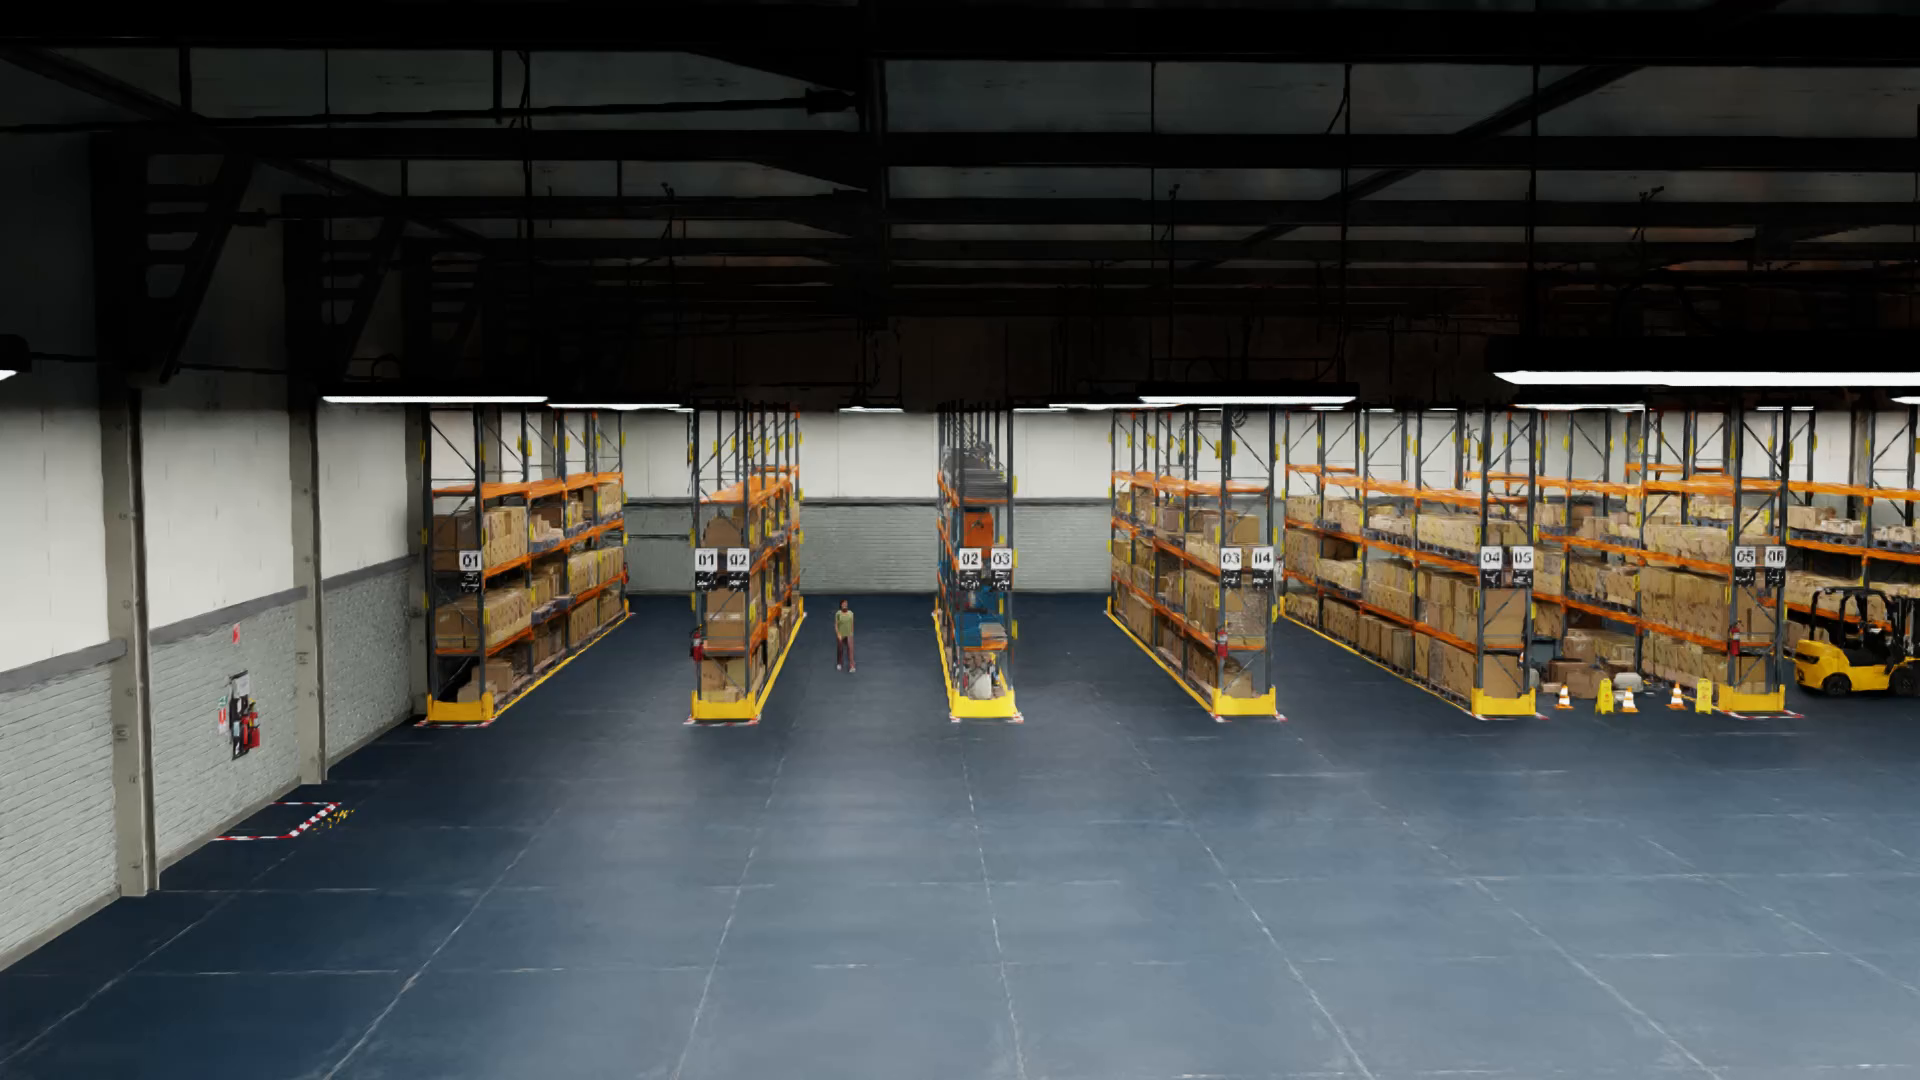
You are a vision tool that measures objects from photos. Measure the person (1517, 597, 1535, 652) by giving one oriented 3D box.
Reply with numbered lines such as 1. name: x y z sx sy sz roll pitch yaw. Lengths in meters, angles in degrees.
1. person: 13.491 1.874 39.641 0.558 1.650 0.572 2 5 22

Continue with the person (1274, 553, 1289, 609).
1. person: 9.473 1.196 48.819 0.558 1.658 0.516 -3 5 -36

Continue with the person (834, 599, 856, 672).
1. person: -2.573 2.103 36.931 0.446 1.604 1.018 -1 4 -11

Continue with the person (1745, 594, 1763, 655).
1. person: 18.518 1.961 38.896 0.536 1.590 0.534 2 5 23
